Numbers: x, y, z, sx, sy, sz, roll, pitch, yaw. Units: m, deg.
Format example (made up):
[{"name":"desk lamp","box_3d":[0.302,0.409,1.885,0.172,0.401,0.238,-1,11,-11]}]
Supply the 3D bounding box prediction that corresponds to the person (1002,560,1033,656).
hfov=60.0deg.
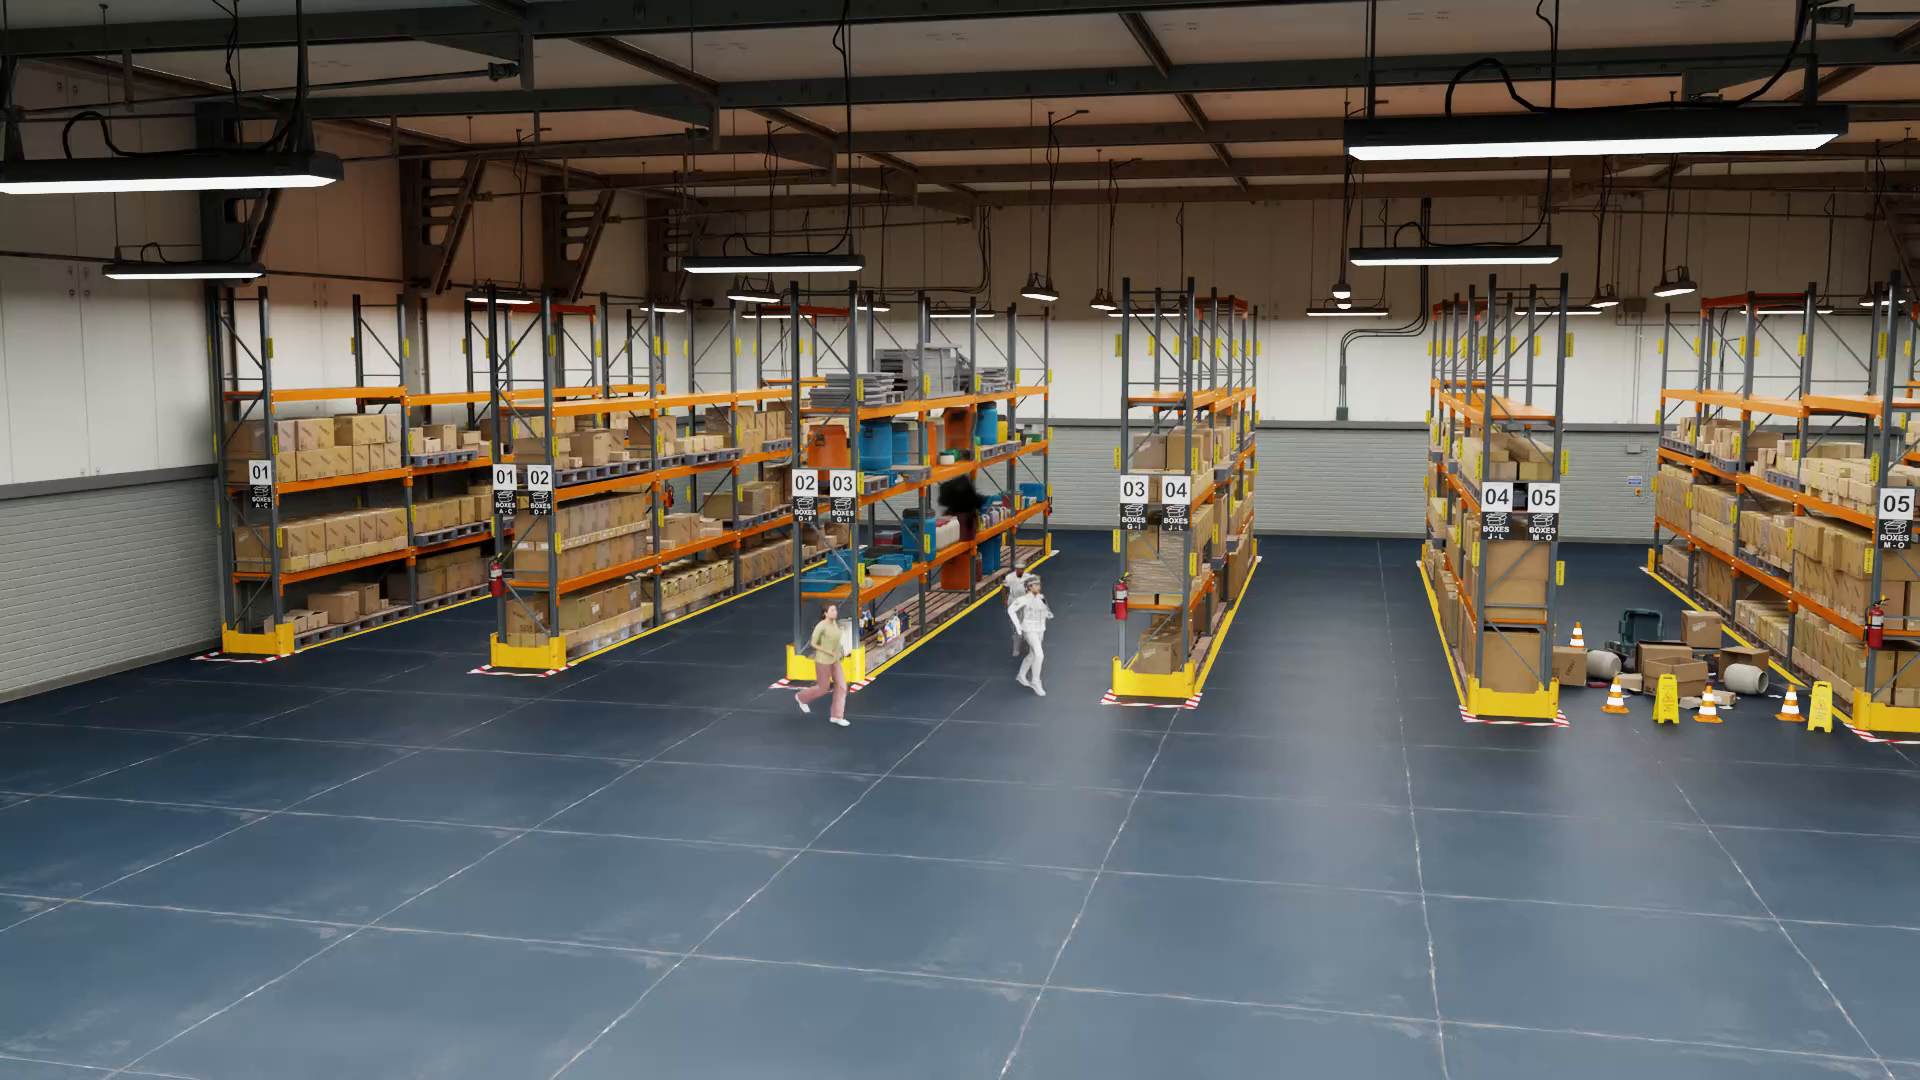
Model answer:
[{"name":"person","box_3d":[0.969,1.094,27.303,0.564,1.620,0.705,0,7,-2]}]

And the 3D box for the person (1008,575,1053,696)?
[{"name":"person","box_3d":[1.065,1.378,24.301,0.758,1.750,0.584,6,9,44]}]

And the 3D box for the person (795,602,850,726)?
[{"name":"person","box_3d":[-1.835,1.636,22.300,0.864,1.654,0.568,5,8,35]}]
